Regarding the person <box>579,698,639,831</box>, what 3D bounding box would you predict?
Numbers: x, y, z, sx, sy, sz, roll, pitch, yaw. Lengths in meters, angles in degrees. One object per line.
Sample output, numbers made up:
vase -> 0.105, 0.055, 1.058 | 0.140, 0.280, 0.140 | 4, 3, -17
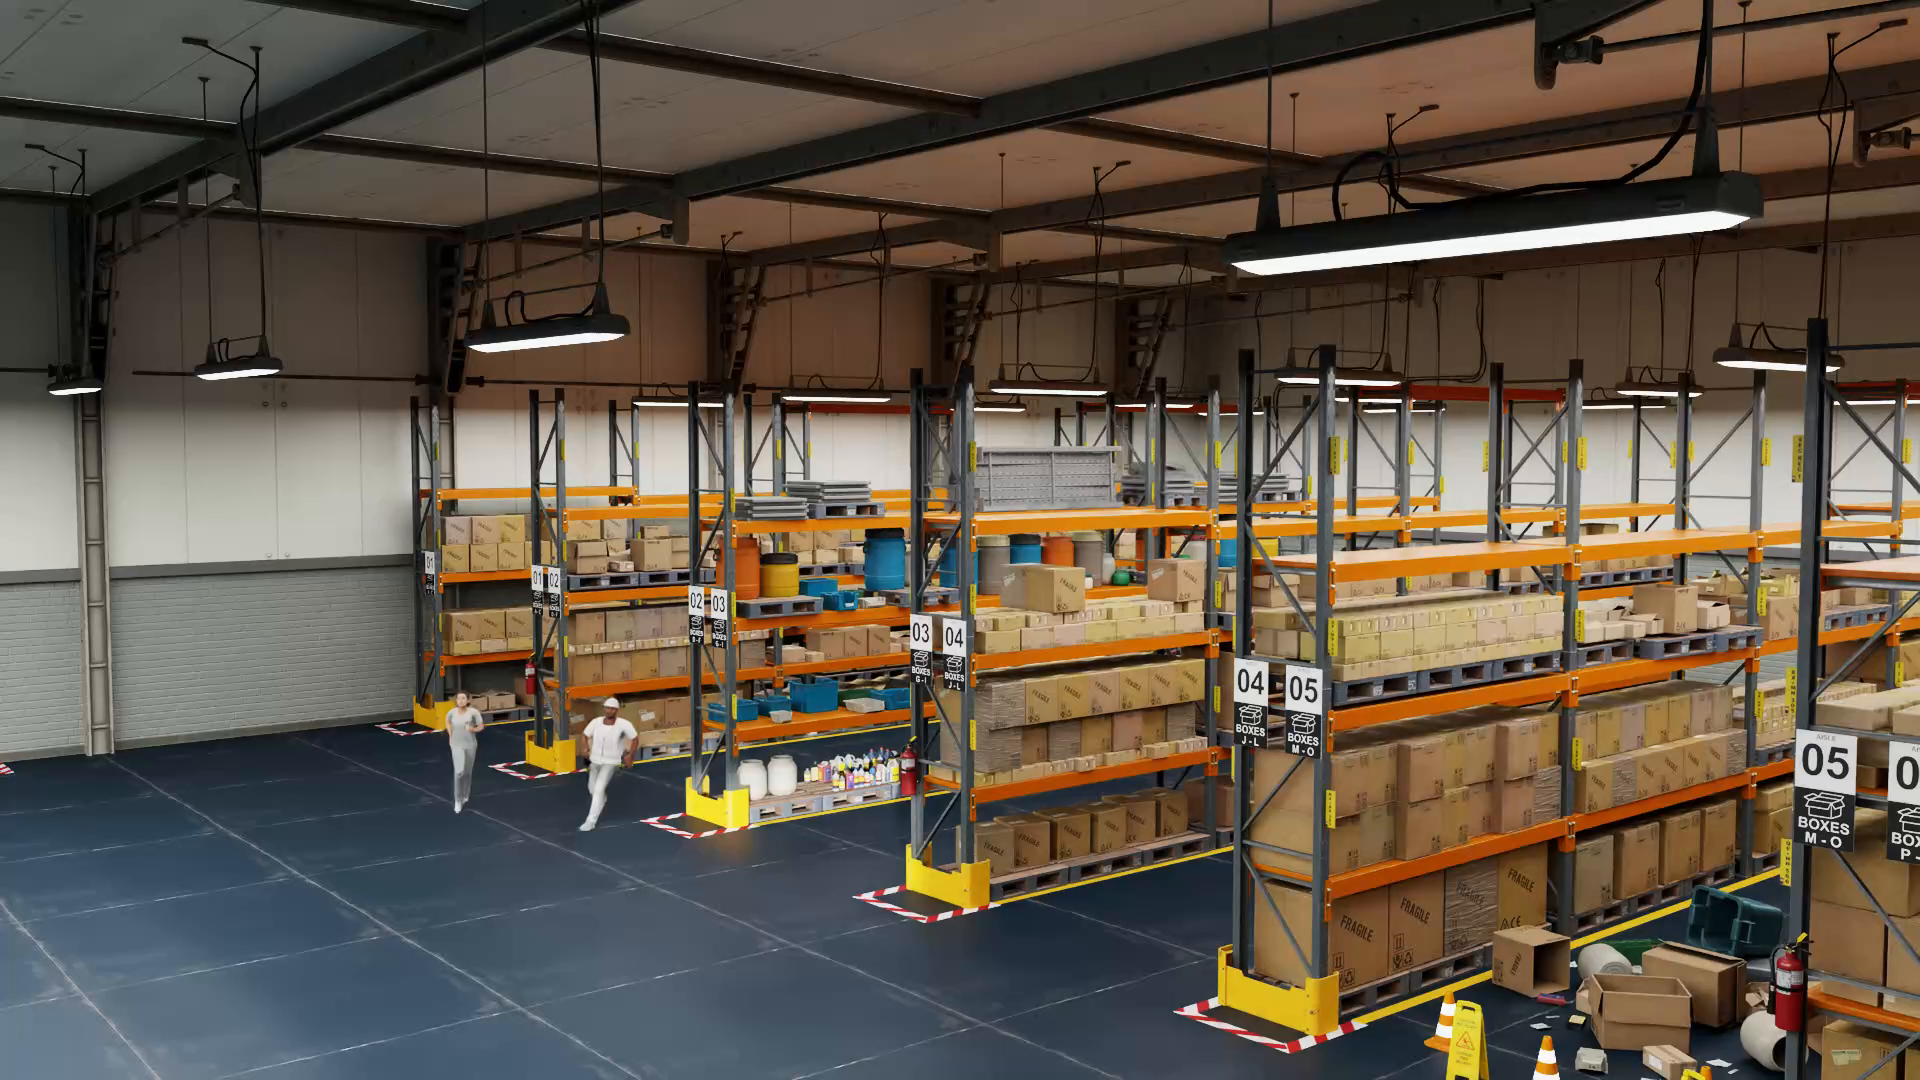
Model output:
person -> -4.739, 2.977, 22.300 | 0.765, 1.725, 0.932 | 1, 3, 10

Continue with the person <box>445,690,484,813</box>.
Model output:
person -> -6.970, 2.964, 23.421 | 0.536, 1.723, 0.734 | -1, 3, -16
